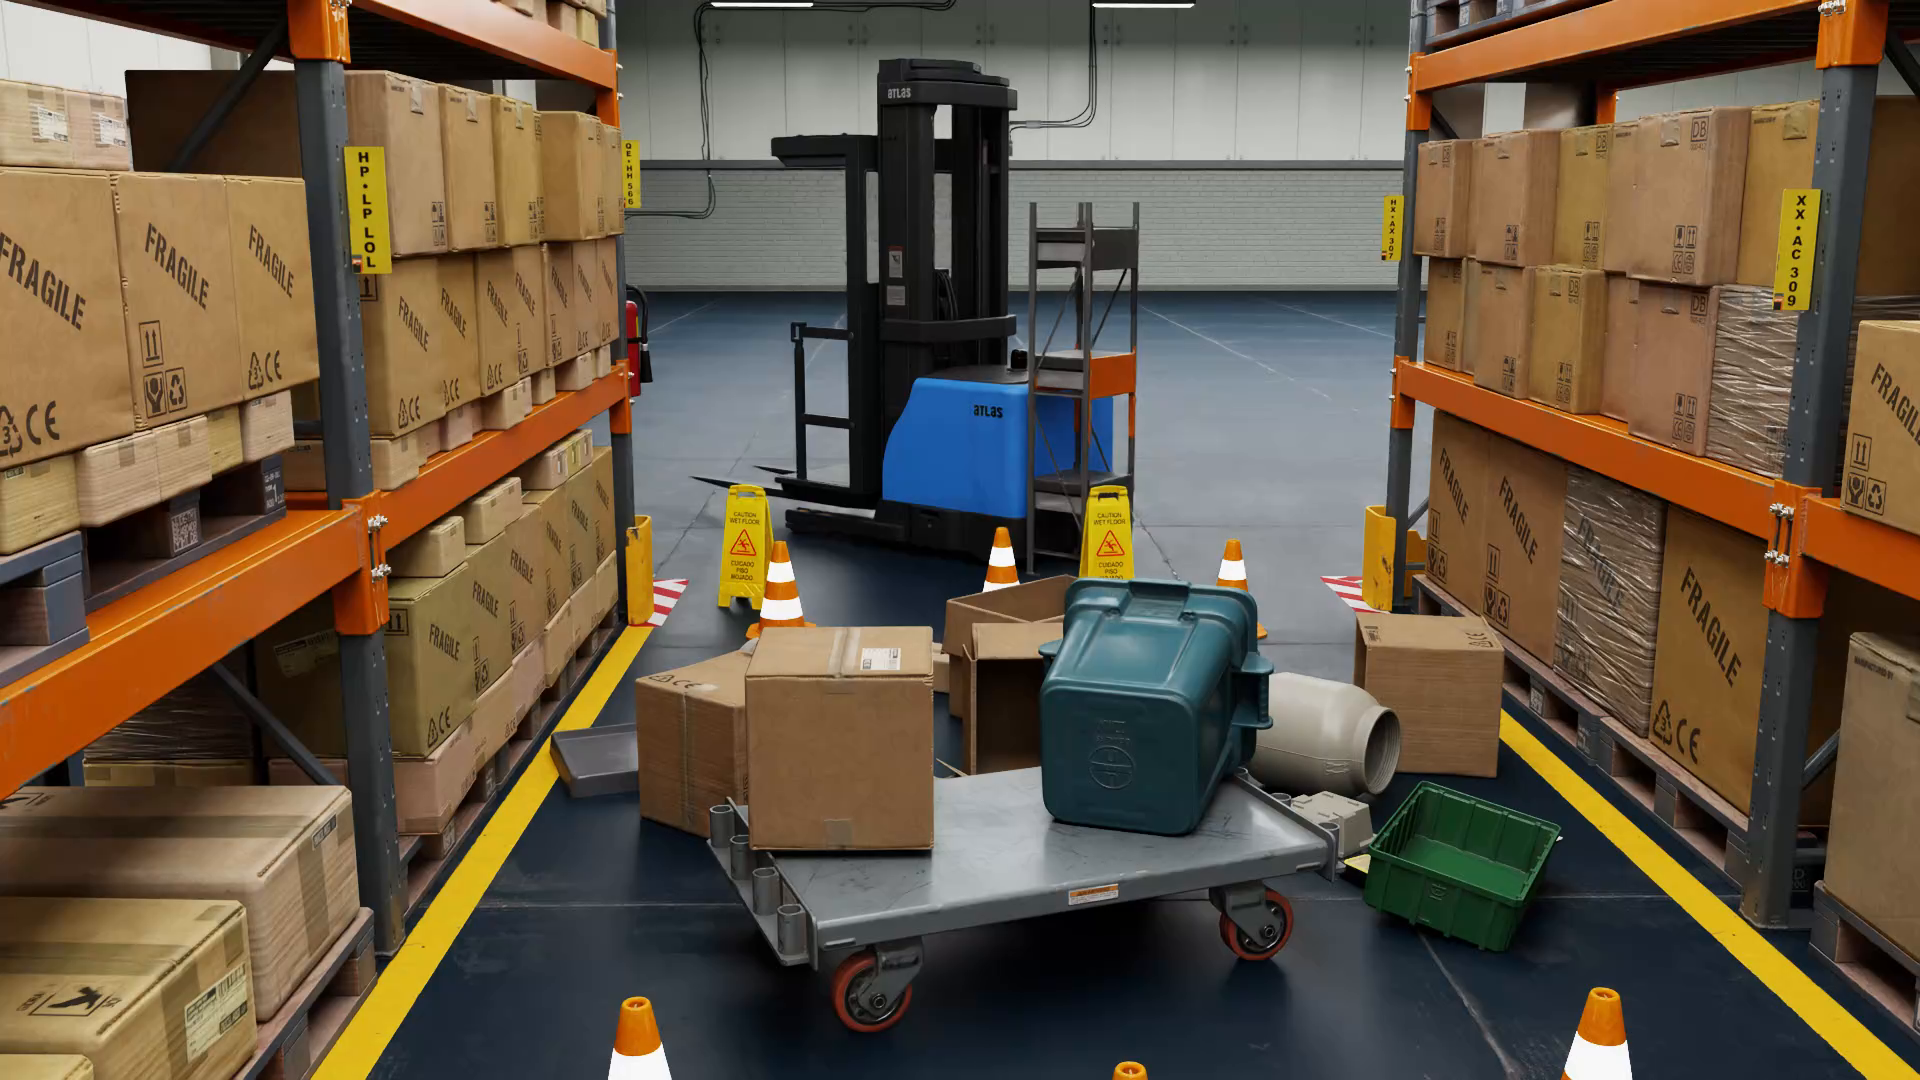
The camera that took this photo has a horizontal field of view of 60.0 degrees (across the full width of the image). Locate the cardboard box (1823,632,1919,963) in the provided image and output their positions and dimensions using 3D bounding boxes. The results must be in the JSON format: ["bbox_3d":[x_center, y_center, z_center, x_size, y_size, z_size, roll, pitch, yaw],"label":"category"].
[{"bbox_3d":[2.945,0.687,4.230,1.050,0.750,0.750,0,11,-1],"label":"cardboard box"}]

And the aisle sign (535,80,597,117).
[{"bbox_3d":[-1.899,-2.375,8.183,0.394,0.787,0.004,0,11,-1],"label":"aisle sign"}]

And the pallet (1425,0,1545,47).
[{"bbox_3d":[2.785,-2.407,7.558,1.003,0.211,1.213,0,11,-1],"label":"pallet"}]

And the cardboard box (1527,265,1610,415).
[{"bbox_3d":[2.784,-0.801,6.588,0.875,0.550,0.500,0,11,-1],"label":"cardboard box"}]

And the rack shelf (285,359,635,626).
[{"bbox_3d":[-2.146,-0.337,6.487,1.077,0.370,4.000,0,11,-1],"label":"rack shelf"}]

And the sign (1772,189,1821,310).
[{"bbox_3d":[2.287,-0.793,4.548,0.100,0.325,0.005,0,11,-1],"label":"sign"}]

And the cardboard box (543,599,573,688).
[{"bbox_3d":[-1.883,0.421,6.799,0.500,0.250,0.500,-1,11,-3],"label":"cardboard box"}]

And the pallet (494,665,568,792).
[{"bbox_3d":[-2.182,0.698,6.588,1.003,0.211,1.213,0,11,-1],"label":"pallet"}]

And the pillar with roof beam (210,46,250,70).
[{"bbox_3d":[-3.981,-6.267,18.819,9.100,9.000,0.400,0,11,-1],"label":"pillar with roof beam"}]

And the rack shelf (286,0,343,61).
[{"bbox_3d":[-2.063,-1.012,2.269,1.077,0.370,4.000,0,11,-1],"label":"rack shelf"}]

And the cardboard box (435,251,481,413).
[{"bbox_3d":[-1.869,-0.675,5.344,0.500,0.500,0.500,0,11,-1],"label":"cardboard box"}]

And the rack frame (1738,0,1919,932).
[{"bbox_3d":[2.842,-0.333,4.655,1.000,3.000,0.127,0,11,-1],"label":"rack frame"}]

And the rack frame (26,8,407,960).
[{"bbox_3d":[-2.105,-0.292,4.455,1.000,3.000,0.127,0,11,-1],"label":"rack frame"}]

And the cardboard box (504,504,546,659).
[{"bbox_3d":[-1.879,0.154,6.228,0.500,0.500,0.500,0,11,2],"label":"cardboard box"}]

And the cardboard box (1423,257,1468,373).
[{"bbox_3d":[2.812,-1.128,8.196,0.875,0.550,0.550,0,11,-1],"label":"cardboard box"}]

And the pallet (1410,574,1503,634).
[{"bbox_3d":[2.854,0.397,8.069,1.003,0.211,1.213,0,11,-1],"label":"pallet"}]

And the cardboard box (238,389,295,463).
[{"bbox_3d":[-1.818,-0.274,3.940,0.380,0.149,0.250,0,11,0],"label":"cardboard box"}]

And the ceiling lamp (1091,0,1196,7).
[{"bbox_3d":[3.560,-11.970,32.248,2.000,3.185,0.800,0,11,-1],"label":"ceiling lamp"}]

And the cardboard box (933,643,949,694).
[{"bbox_3d":[-0.141,0.562,7.416,0.380,0.149,0.250,6,13,28],"label":"cardboard box"}]

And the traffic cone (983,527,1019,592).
[{"bbox_3d":[0.214,0.164,8.587,0.336,0.463,0.334,0,11,-1],"label":"traffic cone"}]

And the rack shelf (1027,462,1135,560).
[{"bbox_3d":[0.697,-0.147,9.590,0.431,0.518,0.480,9,14,36],"label":"rack shelf"}]

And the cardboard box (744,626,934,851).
[{"bbox_3d":[-0.326,0.548,4.694,0.500,0.500,0.500,0,11,-1],"label":"cardboard box"}]

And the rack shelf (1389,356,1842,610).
[{"bbox_3d":[2.801,-0.378,6.686,1.077,0.370,4.000,0,11,-1],"label":"rack shelf"}]

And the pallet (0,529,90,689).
[{"bbox_3d":[-2.104,0.204,2.494,1.003,0.211,1.213,0,11,-1],"label":"pallet"}]

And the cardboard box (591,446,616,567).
[{"bbox_3d":[-1.910,-0.155,7.752,0.500,0.500,0.500,0,11,-1],"label":"cardboard box"}]

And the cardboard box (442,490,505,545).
[{"bbox_3d":[-1.802,-0.082,5.759,0.380,0.149,0.250,0,11,1],"label":"cardboard box"}]

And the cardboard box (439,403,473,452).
[{"bbox_3d":[-1.854,-0.385,5.545,0.380,0.149,0.250,0,11,1],"label":"cardboard box"}]

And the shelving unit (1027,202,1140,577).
[{"bbox_3d":[0.697,-0.846,9.448,0.431,2.100,0.503,9,14,36],"label":"shelving unit"}]

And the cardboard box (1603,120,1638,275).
[{"bbox_3d":[2.868,-1.226,5.963,0.875,0.550,0.550,0,11,-1],"label":"cardboard box"}]

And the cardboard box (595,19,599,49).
[{"bbox_3d":[-1.900,-2.365,7.758,0.380,0.149,0.250,0,11,-1],"label":"cardboard box"}]

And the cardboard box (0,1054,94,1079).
[{"bbox_3d":[-2.057,1.175,2.775,0.950,0.372,0.625,0,11,1],"label":"cardboard box"}]

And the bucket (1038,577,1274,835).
[{"bbox_3d":[0.534,0.509,4.916,0.726,0.611,0.620,4,22,18],"label":"bucket"}]

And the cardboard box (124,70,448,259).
[{"bbox_3d":[-1.897,-1.065,4.752,0.700,0.500,0.500,0,11,-2],"label":"cardboard box"}]

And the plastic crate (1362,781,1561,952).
[{"bbox_3d":[1.529,0.988,5.072,0.450,0.188,0.662,17,18,26],"label":"plastic crate"}]

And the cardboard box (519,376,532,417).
[{"bbox_3d":[-1.841,-0.537,6.295,0.380,0.149,0.250,0,11,-1],"label":"cardboard box"}]

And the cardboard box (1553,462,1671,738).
[{"bbox_3d":[2.877,0.198,6.325,0.875,0.875,0.875,0,11,-1],"label":"cardboard box"}]

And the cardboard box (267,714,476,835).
[{"bbox_3d":[-1.847,0.731,5.271,0.500,0.250,0.500,-1,11,-4],"label":"cardboard box"}]

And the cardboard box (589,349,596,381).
[{"bbox_3d":[-1.866,-0.790,7.540,0.380,0.149,0.250,0,11,-2],"label":"cardboard box"}]

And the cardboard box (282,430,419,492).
[{"bbox_3d":[-1.791,-0.233,4.796,0.380,0.149,0.250,0,11,-1],"label":"cardboard box"}]

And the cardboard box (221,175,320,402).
[{"bbox_3d":[-1.866,-0.602,3.926,0.500,0.500,0.500,0,11,-2],"label":"cardboard box"}]

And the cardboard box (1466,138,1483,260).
[{"bbox_3d":[2.832,-1.548,7.550,0.875,0.550,0.550,0,11,-1],"label":"cardboard box"}]

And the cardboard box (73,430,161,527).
[{"bbox_3d":[-1.780,-0.120,3.180,0.380,0.149,0.250,0,11,-1],"label":"cardboard box"}]

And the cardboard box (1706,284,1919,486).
[{"bbox_3d":[2.823,-0.479,5.001,0.875,0.550,0.550,0,11,-1],"label":"cardboard box"}]

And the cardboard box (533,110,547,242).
[{"bbox_3d":[-1.971,-1.370,6.254,0.700,0.500,0.500,0,11,-2],"label":"cardboard box"}]

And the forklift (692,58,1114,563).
[{"bbox_3d":[-0.498,-1.519,10.673,3.031,2.935,1.130,9,15,39],"label":"forklift"}]

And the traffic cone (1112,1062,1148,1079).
[{"bbox_3d":[0.326,1.245,3.257,0.336,0.463,0.334,0,11,-1],"label":"traffic cone"}]

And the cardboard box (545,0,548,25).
[{"bbox_3d":[-1.952,-2.212,7.004,0.380,0.149,0.250,0,11,-1],"label":"cardboard box"}]

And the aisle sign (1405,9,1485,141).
[{"bbox_3d":[2.458,-2.415,8.379,0.394,0.787,0.004,0,11,-1],"label":"aisle sign"}]

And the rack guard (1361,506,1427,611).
[{"bbox_3d":[2.759,0.092,8.846,1.175,0.500,0.348,0,11,-1],"label":"rack guard"}]

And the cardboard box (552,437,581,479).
[{"bbox_3d":[-1.833,-0.350,7.083,0.380,0.149,0.250,0,11,0],"label":"cardboard box"}]

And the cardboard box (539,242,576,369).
[{"bbox_3d":[-1.888,-0.976,6.828,0.500,0.500,0.500,0,11,-1],"label":"cardboard box"}]

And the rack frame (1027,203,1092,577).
[{"bbox_3d":[0.549,-0.807,9.257,0.400,2.100,0.015,9,14,36],"label":"rack frame"}]

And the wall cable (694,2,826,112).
[{"bbox_3d":[-4.691,-11.383,39.143,3.097,2.526,0.112,0,11,-1],"label":"wall cable"}]

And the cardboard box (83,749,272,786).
[{"bbox_3d":[-2.386,0.733,5.261,0.500,0.250,0.500,0,11,1],"label":"cardboard box"}]

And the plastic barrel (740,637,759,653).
[{"bbox_3d":[-0.631,0.580,6.638,0.512,0.421,0.421,9,15,38],"label":"plastic barrel"}]
